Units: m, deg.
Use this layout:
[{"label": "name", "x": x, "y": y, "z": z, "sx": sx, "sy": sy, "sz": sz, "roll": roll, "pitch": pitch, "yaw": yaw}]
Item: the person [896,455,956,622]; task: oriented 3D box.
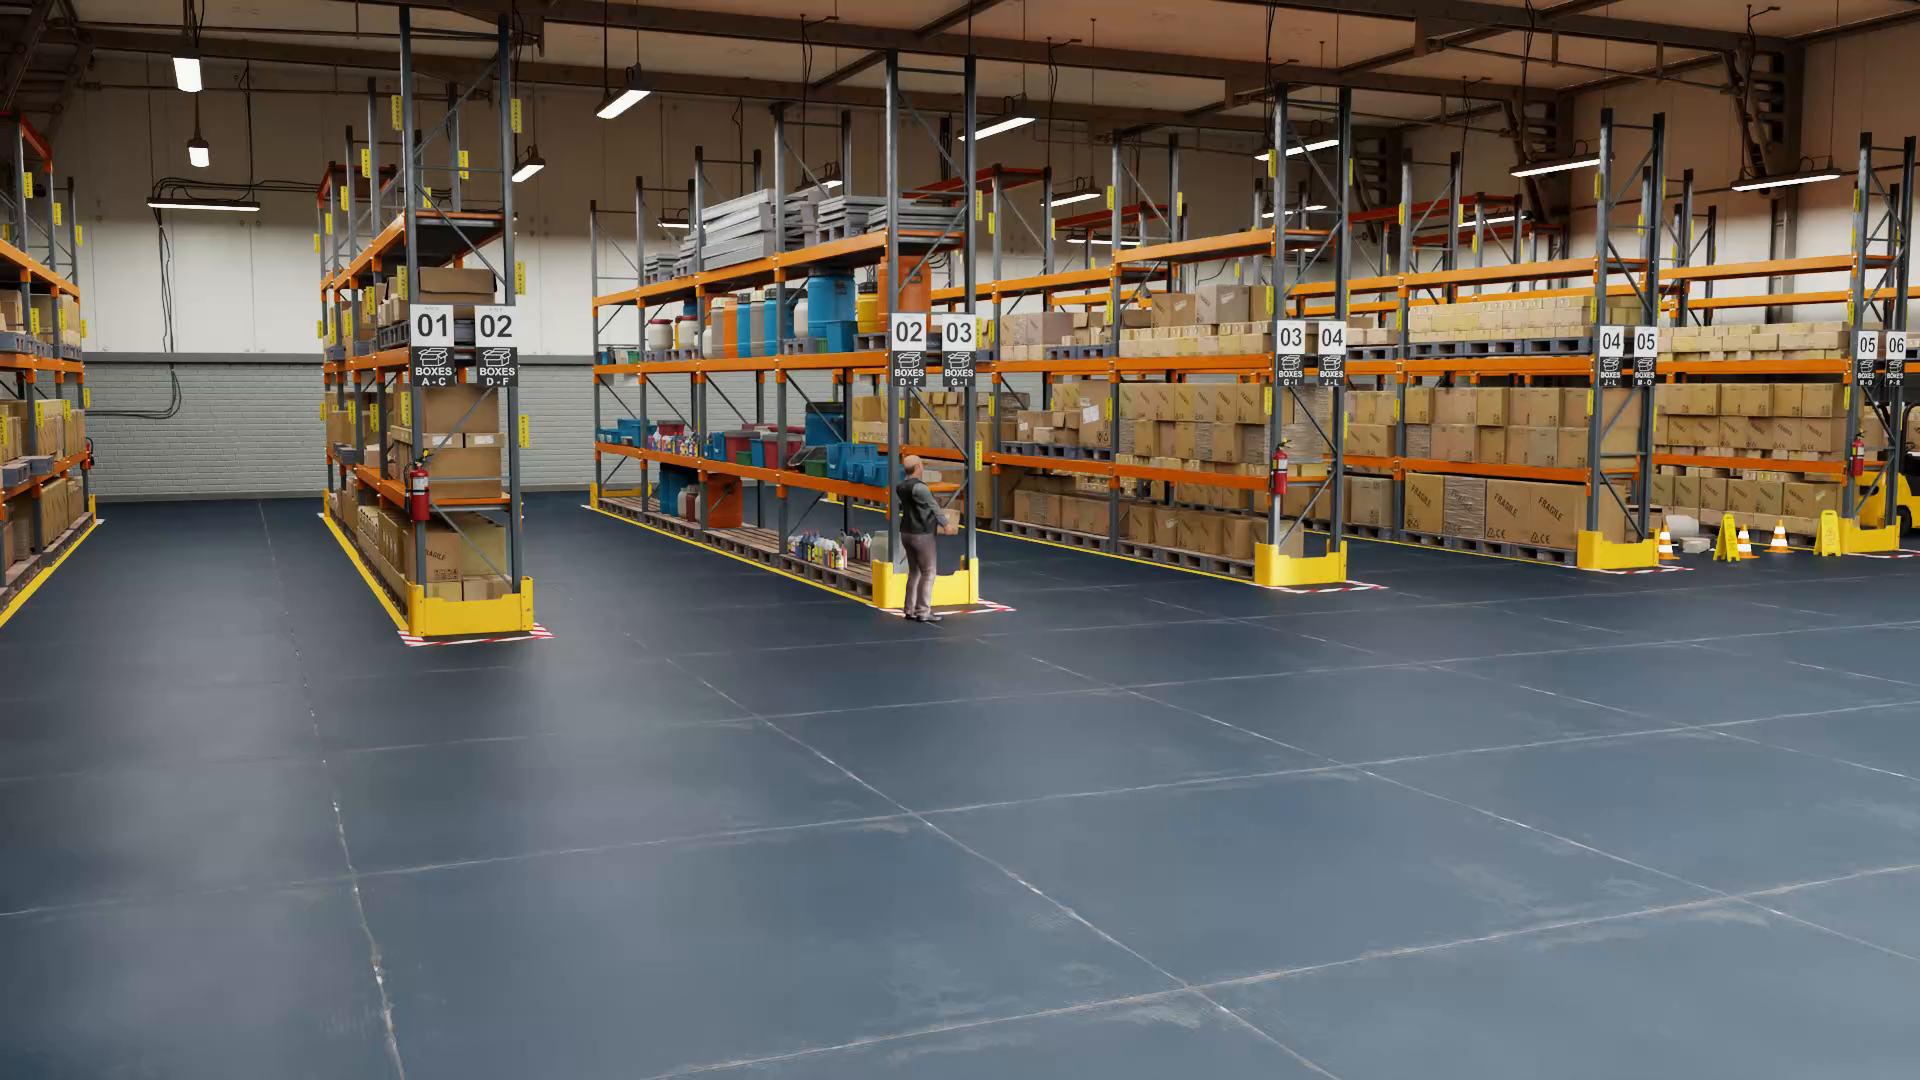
[{"label": "person", "x": -0.354, "y": -0.029, "z": 17.245, "sx": 0.551, "sy": 1.711, "sz": 0.494, "roll": -3, "pitch": 6, "yaw": -30}]
